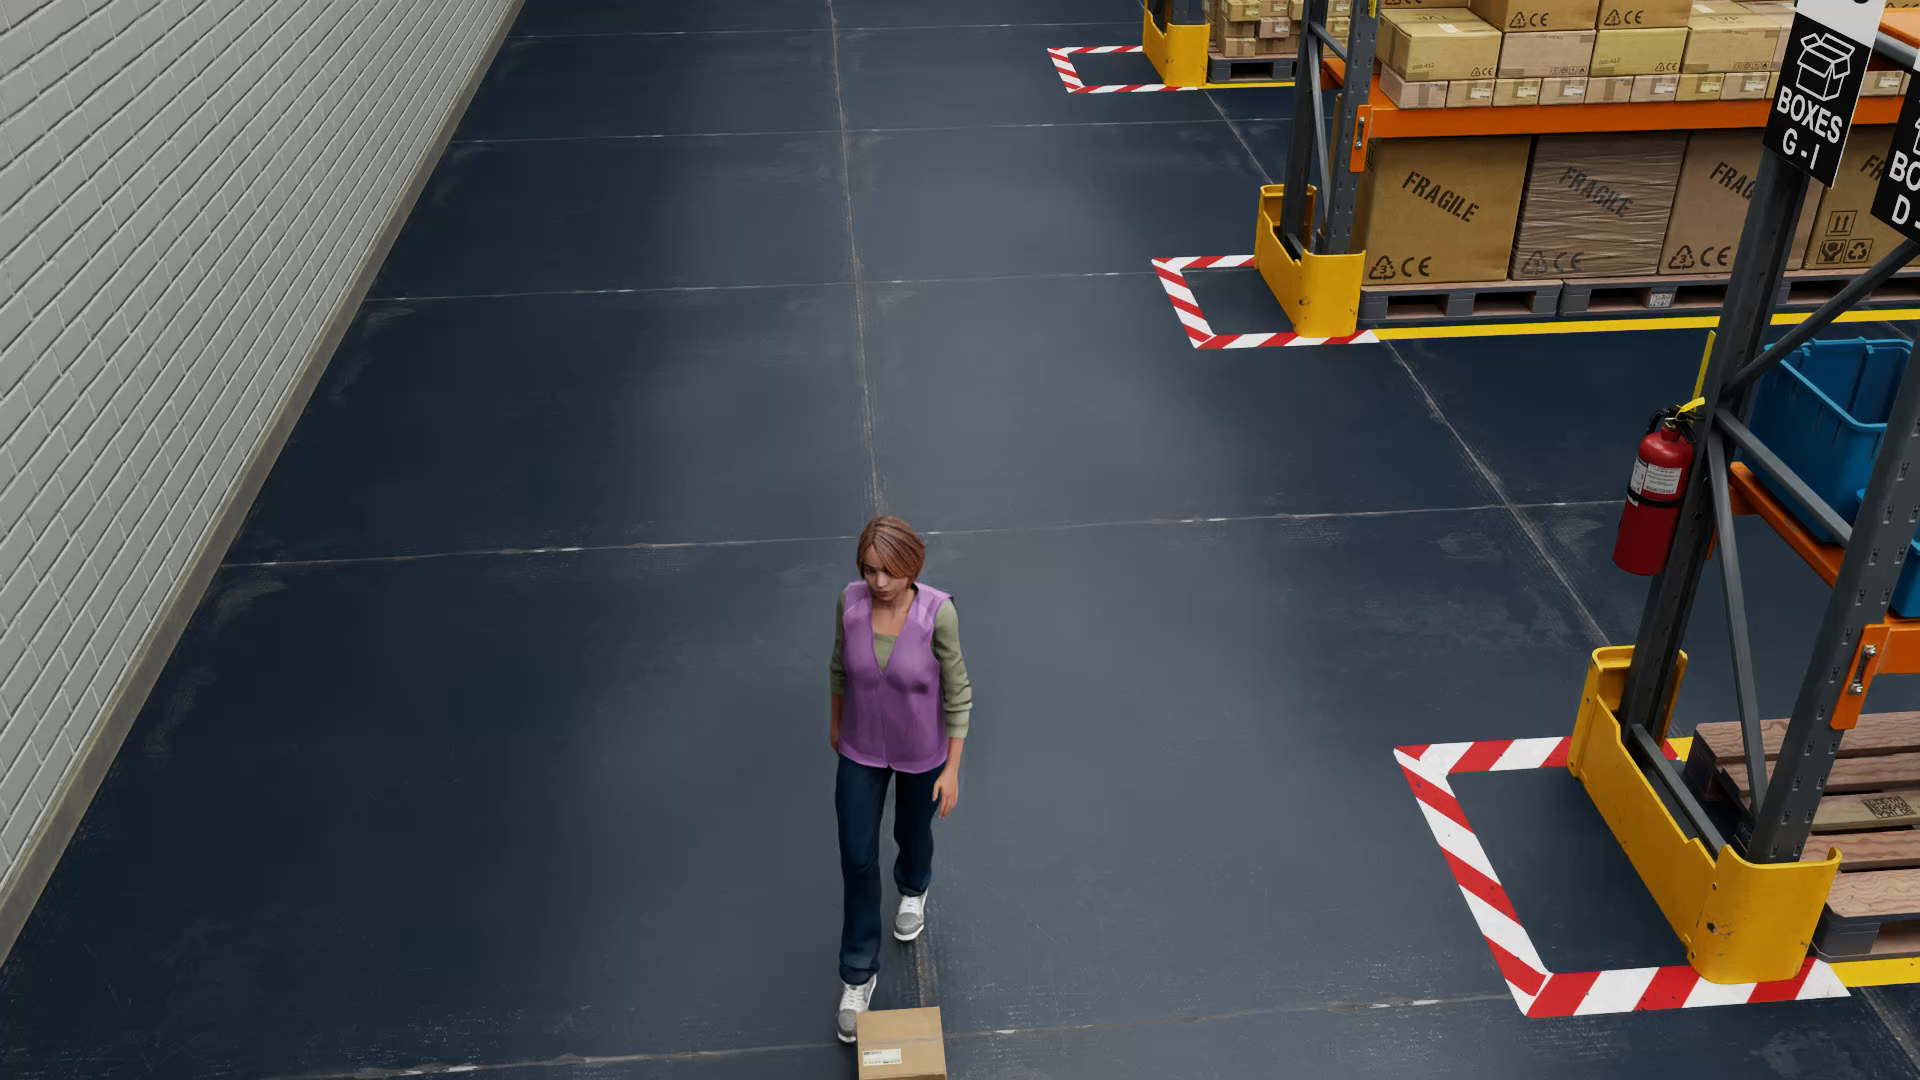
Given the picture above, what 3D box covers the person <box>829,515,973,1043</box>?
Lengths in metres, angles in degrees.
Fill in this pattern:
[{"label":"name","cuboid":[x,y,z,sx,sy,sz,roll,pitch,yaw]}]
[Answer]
[{"label":"person","cuboid":[-0.203,0.698,4.990,0.470,1.579,0.722,3,32,5]}]
